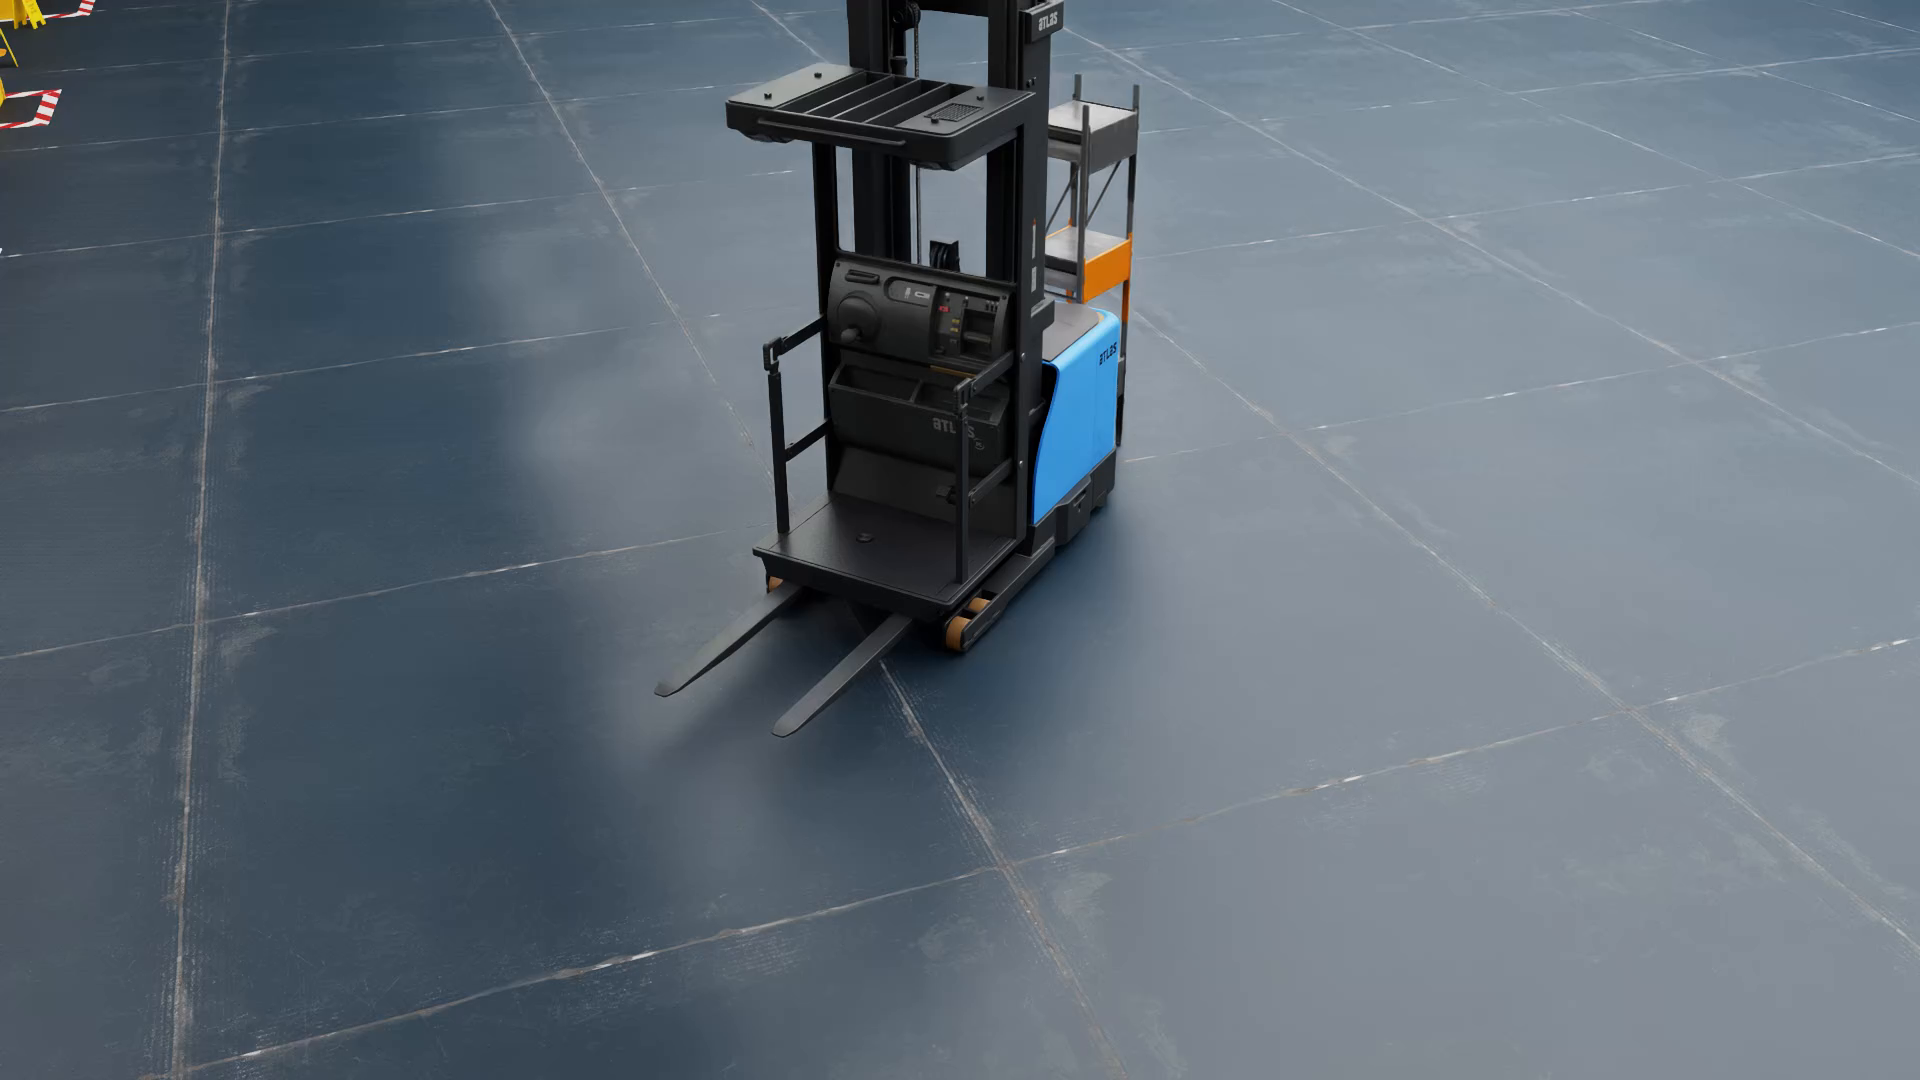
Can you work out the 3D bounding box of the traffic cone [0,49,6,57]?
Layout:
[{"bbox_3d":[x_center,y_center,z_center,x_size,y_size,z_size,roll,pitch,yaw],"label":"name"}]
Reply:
[{"bbox_3d":[-10.485,-5.439,17.830,0.334,0.463,0.336,-10,31,-18],"label":"traffic cone"}]

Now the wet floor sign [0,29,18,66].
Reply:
[{"bbox_3d":[-10.080,-5.292,17.387,0.232,0.644,0.267,-16,33,-26],"label":"wet floor sign"}]

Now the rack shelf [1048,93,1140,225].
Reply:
[{"bbox_3d":[0.632,-2.017,8.780,0.431,0.518,0.480,20,36,31],"label":"rack shelf"}]

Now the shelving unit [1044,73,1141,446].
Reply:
[{"bbox_3d":[0.633,-1.422,9.122,0.431,2.100,0.503,20,36,31],"label":"shelving unit"}]

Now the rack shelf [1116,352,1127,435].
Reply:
[{"bbox_3d":[0.634,-0.803,9.478,0.431,0.518,0.480,20,36,31],"label":"rack shelf"}]

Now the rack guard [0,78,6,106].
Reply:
[{"bbox_3d":[-9.394,-4.310,15.809,0.348,0.500,1.175,-10,31,-18],"label":"rack guard"}]

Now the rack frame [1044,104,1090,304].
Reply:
[{"bbox_3d":[0.488,-1.324,8.953,0.400,2.100,0.015,20,36,31],"label":"rack frame"}]

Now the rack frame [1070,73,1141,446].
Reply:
[{"bbox_3d":[0.778,-1.520,9.292,0.400,2.100,0.015,20,36,31],"label":"rack frame"}]

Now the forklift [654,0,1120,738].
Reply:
[{"bbox_3d":[-0.299,-1.002,7.548,1.130,2.935,3.031,15,33,25],"label":"forklift"}]

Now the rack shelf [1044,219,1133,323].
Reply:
[{"bbox_3d":[0.633,-1.410,9.129,0.431,0.518,0.480,20,36,31],"label":"rack shelf"}]

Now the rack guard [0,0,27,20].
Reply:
[{"bbox_3d":[-11.309,-6.571,19.779,0.348,0.500,1.175,-10,31,-18],"label":"rack guard"}]

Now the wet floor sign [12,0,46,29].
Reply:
[{"bbox_3d":[-10.686,-6.184,18.953,0.232,0.644,0.267,0,30,0],"label":"wet floor sign"}]
